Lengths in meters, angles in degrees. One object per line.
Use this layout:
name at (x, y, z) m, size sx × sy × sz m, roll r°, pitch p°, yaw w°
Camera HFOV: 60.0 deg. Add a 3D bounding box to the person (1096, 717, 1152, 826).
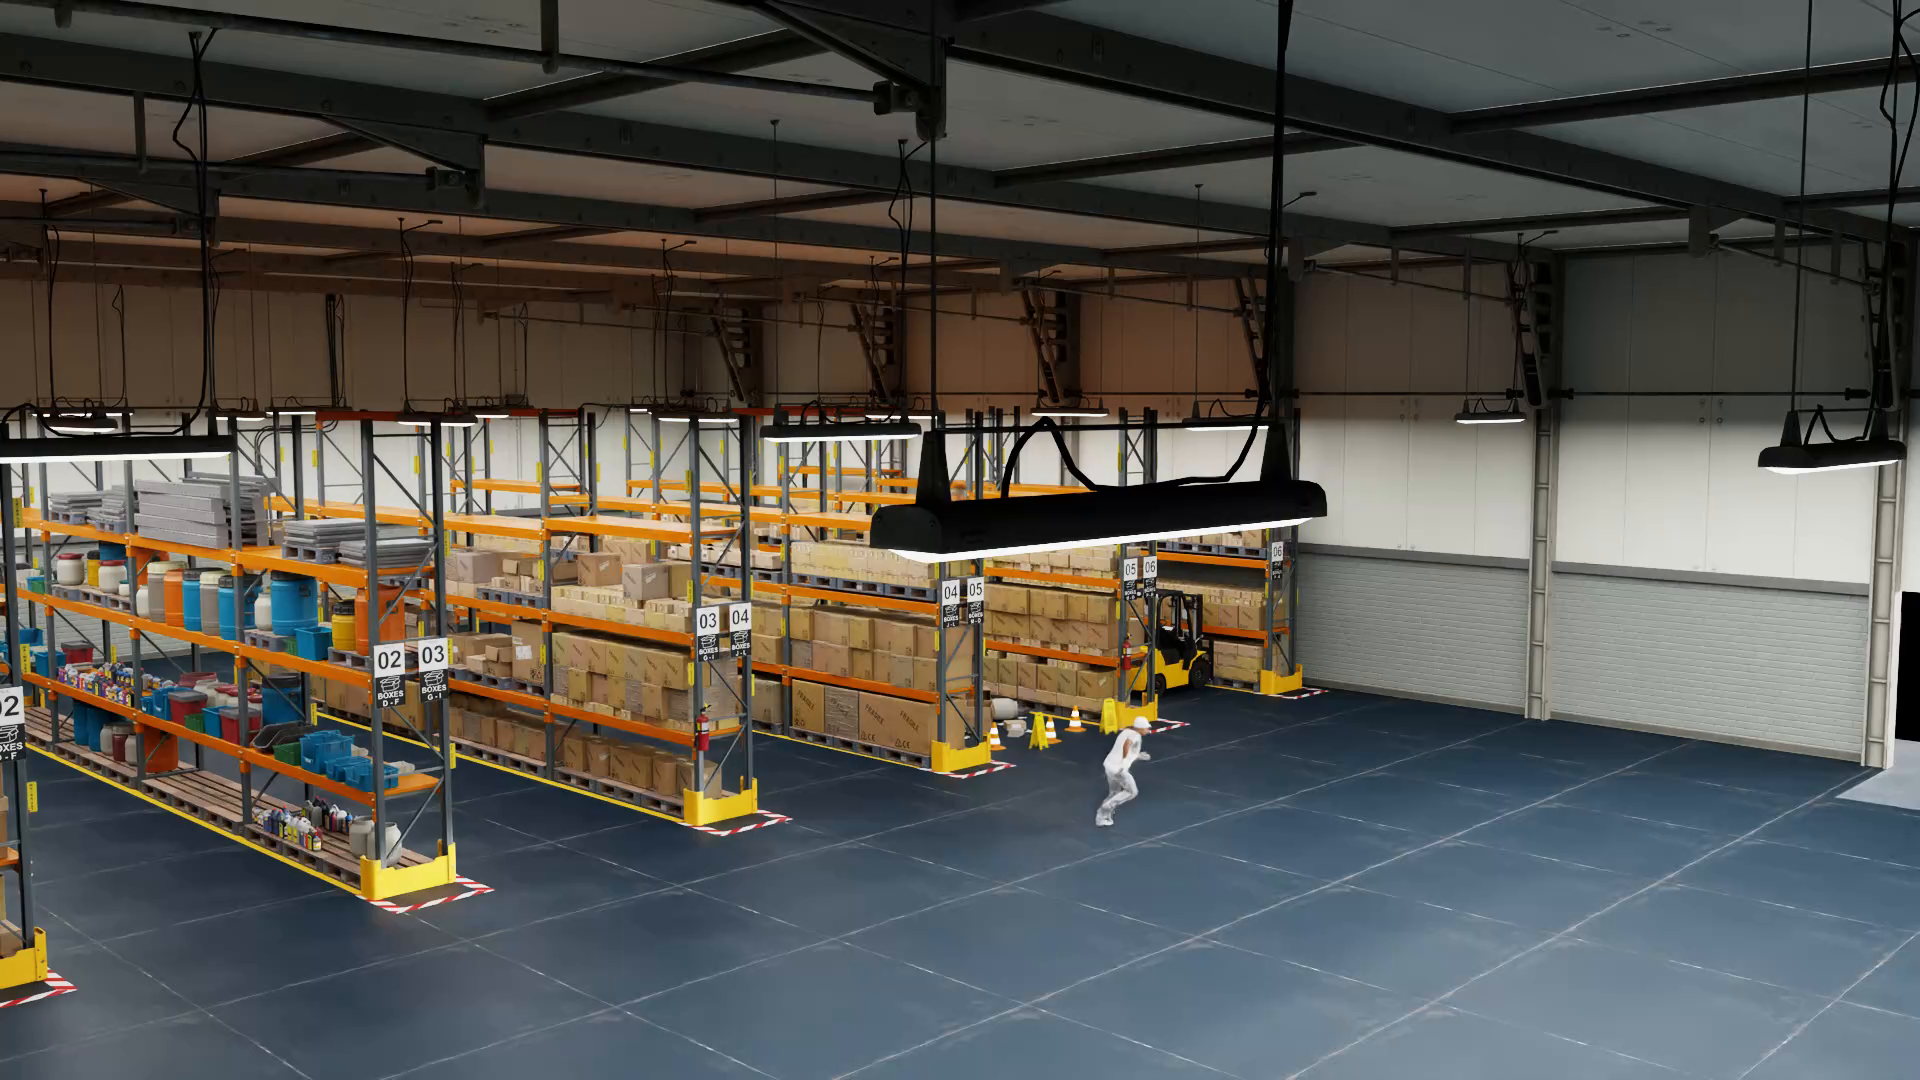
person at (2.417, 3.384, 24.273) m, size 0.864 × 1.591 × 0.720 m, roll -1°, pitch 5°, yaw -13°
